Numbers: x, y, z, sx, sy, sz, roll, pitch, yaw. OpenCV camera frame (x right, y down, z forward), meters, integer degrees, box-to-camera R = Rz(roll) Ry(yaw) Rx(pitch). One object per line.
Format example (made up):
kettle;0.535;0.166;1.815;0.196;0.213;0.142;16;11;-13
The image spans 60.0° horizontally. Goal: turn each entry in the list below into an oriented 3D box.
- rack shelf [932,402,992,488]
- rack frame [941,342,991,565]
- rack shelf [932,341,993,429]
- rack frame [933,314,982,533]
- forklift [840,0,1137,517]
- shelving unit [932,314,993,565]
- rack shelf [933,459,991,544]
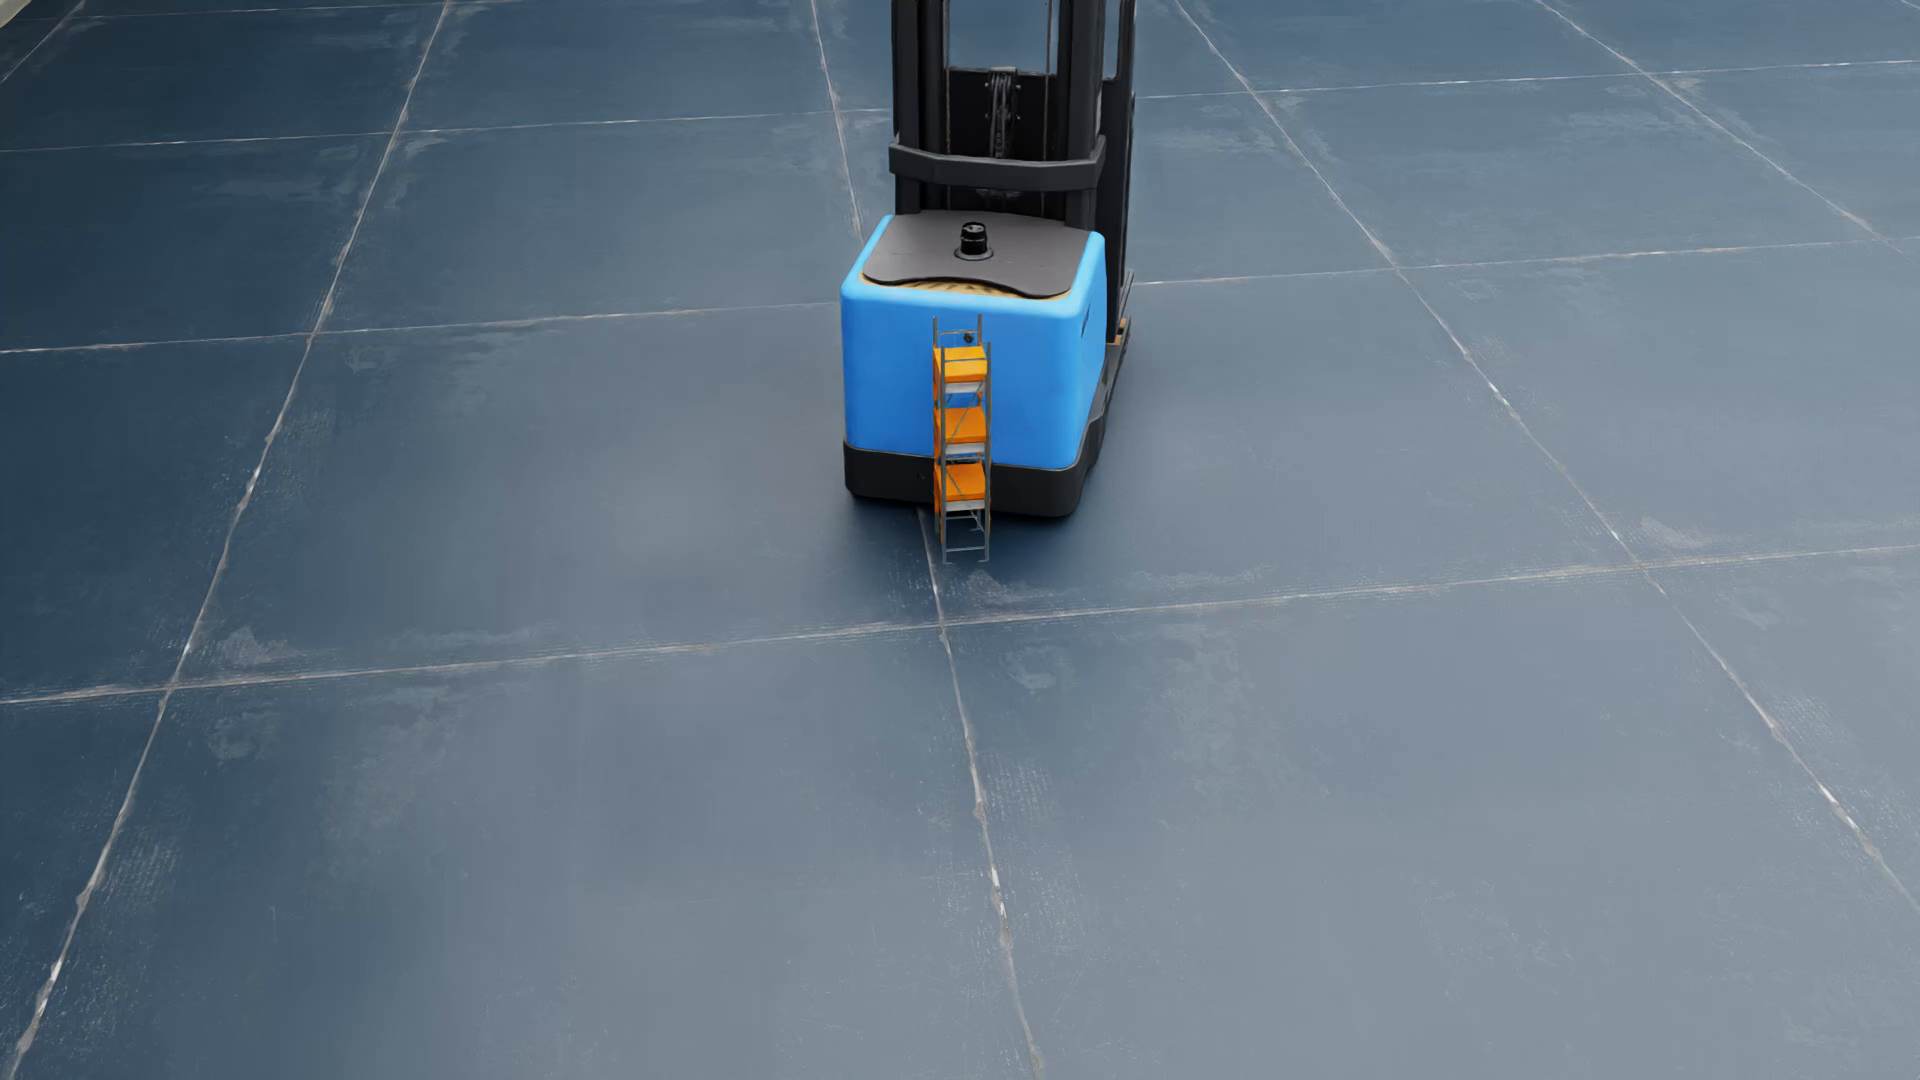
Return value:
rack shelf;0.007;-0.395;6.916;0.215;0.259;0.240;-4;35;-6
rack frame;0.024;-0.336;6.811;0.200;1.050;0.008;-4;35;-6
rack shelf;0.007;-0.630;6.757;0.215;0.259;0.240;-4;35;-6
rack frame;-0.009;-0.472;7.010;0.200;1.050;0.008;-4;35;-6
forklift;0.284;-2.135;7.780;1.130;2.935;3.031;7;35;10
shelving unit;0.007;-0.404;6.911;0.215;1.050;0.252;-4;35;-6
rack shelf;0.007;-0.166;7.073;0.215;0.259;0.240;-4;35;-6
